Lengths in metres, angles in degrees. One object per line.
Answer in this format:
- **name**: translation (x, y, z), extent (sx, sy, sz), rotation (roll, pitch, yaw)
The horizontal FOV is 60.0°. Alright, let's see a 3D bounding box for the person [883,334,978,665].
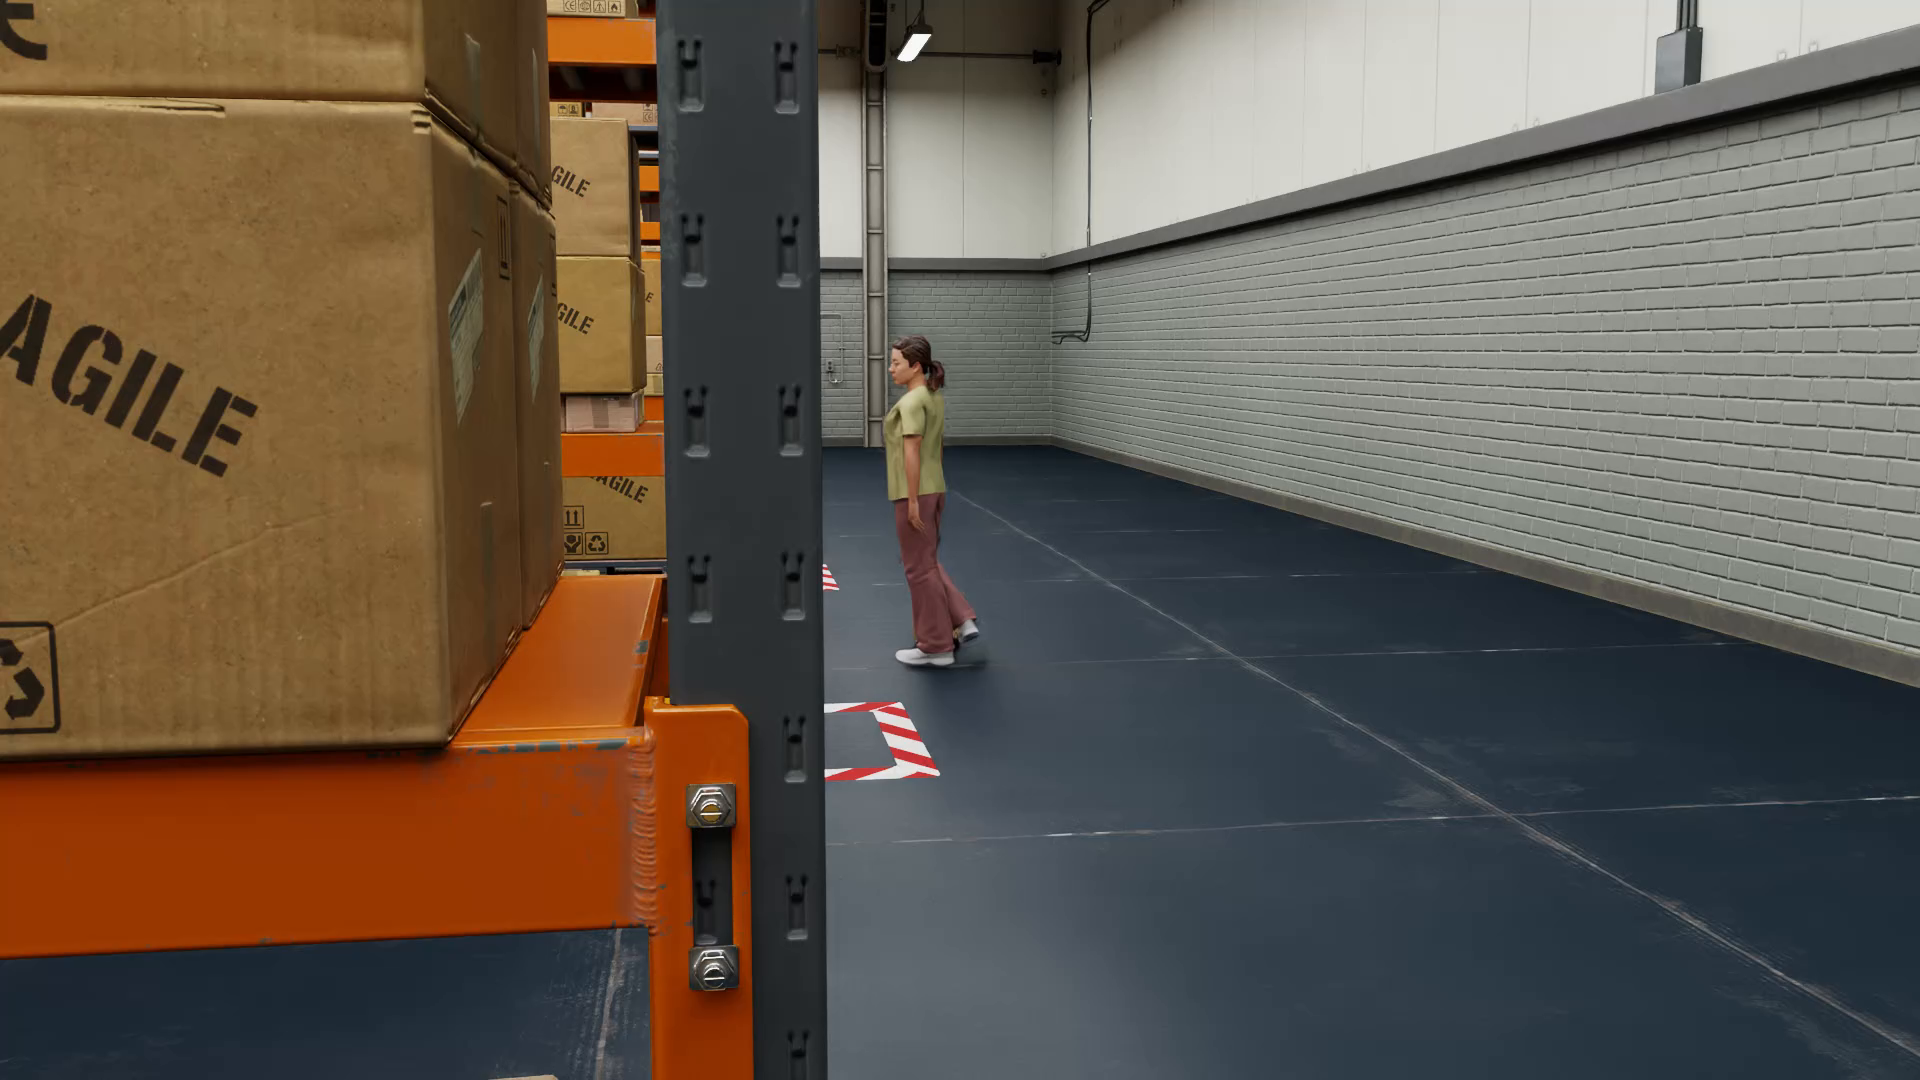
- **person**: translation (-0.139, -0.205, 8.430), extent (0.434, 1.667, 0.626), rotation (2, 7, 20)
